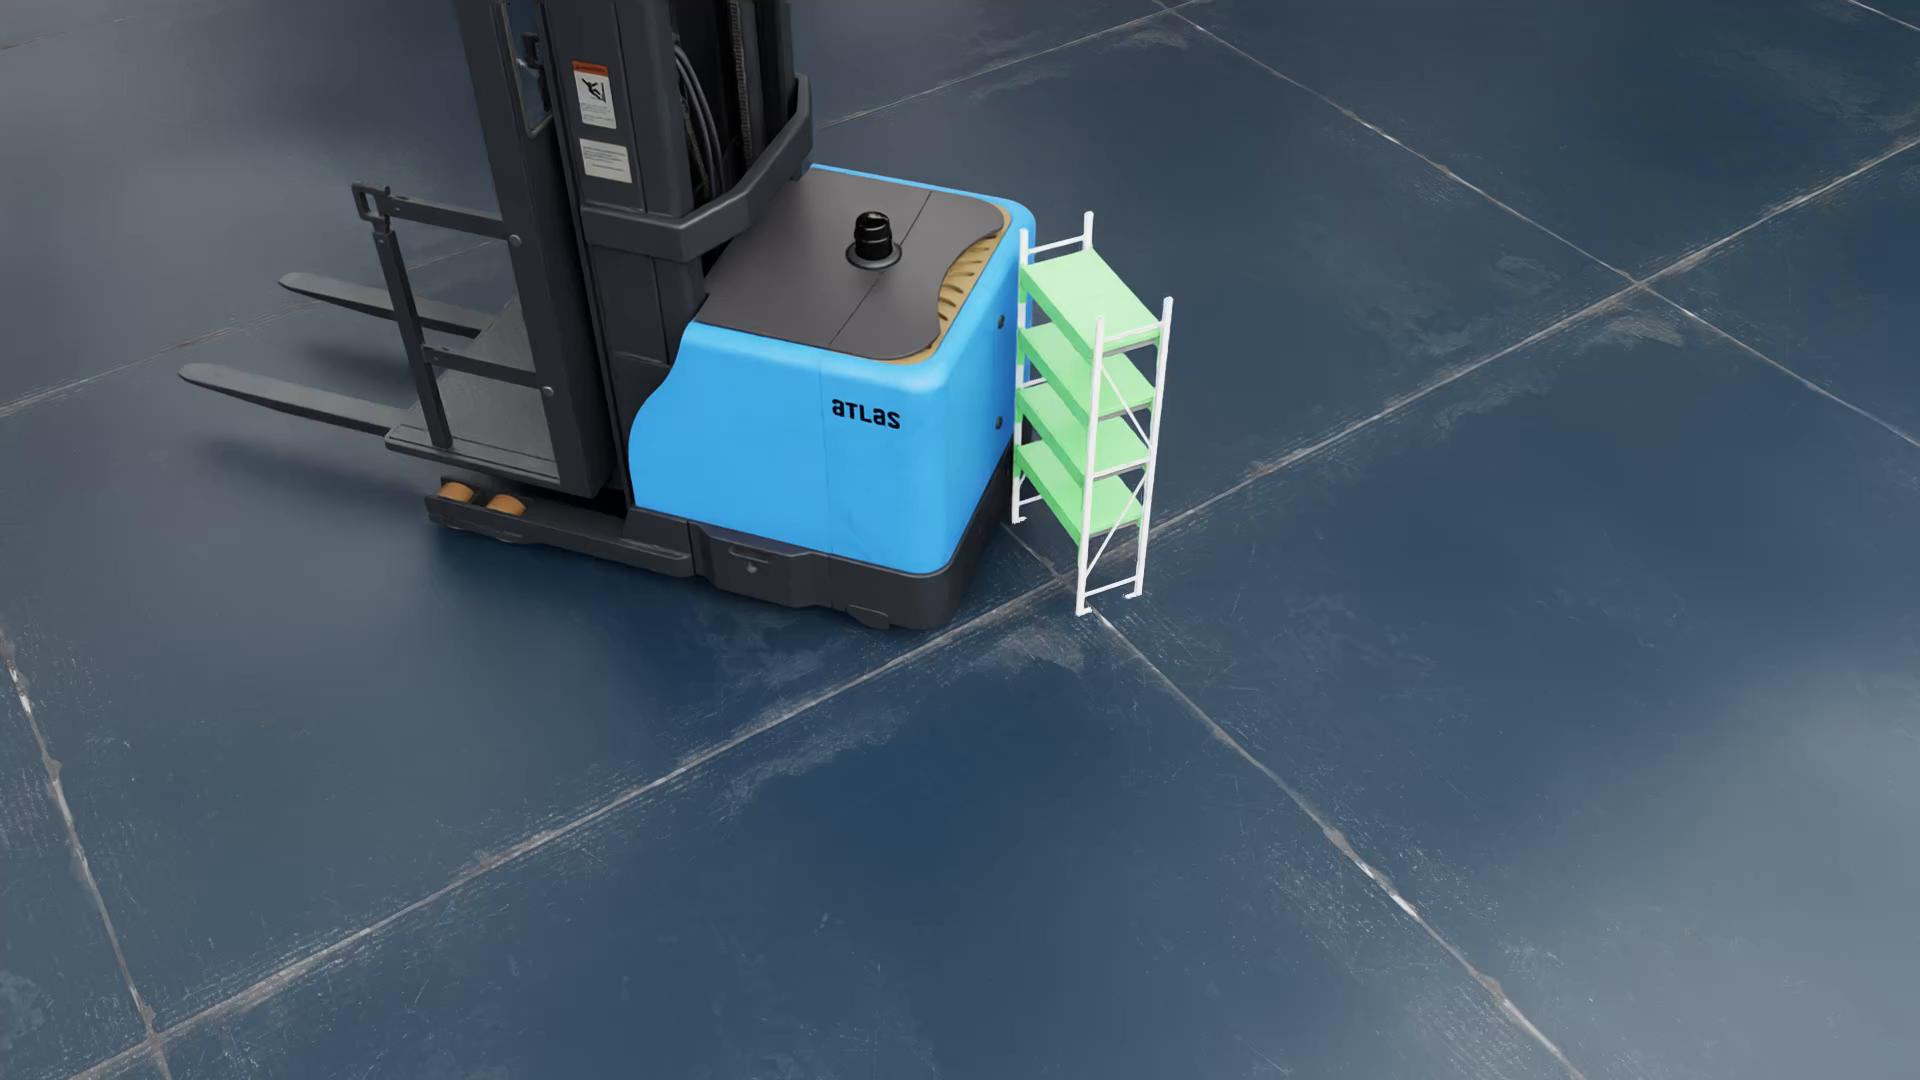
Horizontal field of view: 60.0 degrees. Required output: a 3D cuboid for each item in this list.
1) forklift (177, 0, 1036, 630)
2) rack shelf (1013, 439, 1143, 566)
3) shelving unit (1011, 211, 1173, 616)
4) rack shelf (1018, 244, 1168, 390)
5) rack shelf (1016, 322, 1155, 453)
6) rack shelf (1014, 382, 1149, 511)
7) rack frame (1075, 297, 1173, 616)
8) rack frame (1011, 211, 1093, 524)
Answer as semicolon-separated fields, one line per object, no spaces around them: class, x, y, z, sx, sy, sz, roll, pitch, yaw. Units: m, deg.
forklift;-1.317;-1.382;5.075;3.031;2.935;1.130;13;45;14
rack shelf;0.393;-0.154;5.483;0.258;0.148;0.480;-17;46;-17
shelving unit;0.393;-0.374;5.273;0.258;1.200;0.503;-17;46;-17
rack shelf;0.393;-0.675;4.986;0.258;0.148;0.480;-17;46;-17
rack shelf;0.393;-0.502;5.151;0.258;0.148;0.480;-17;46;-17
rack shelf;0.393;-0.328;5.317;0.258;0.148;0.480;-17;46;-17
rack frame;0.494;-0.221;5.112;0.240;1.200;0.015;-17;46;-17
rack frame;0.292;-0.528;5.434;0.240;1.200;0.015;-17;46;-17
